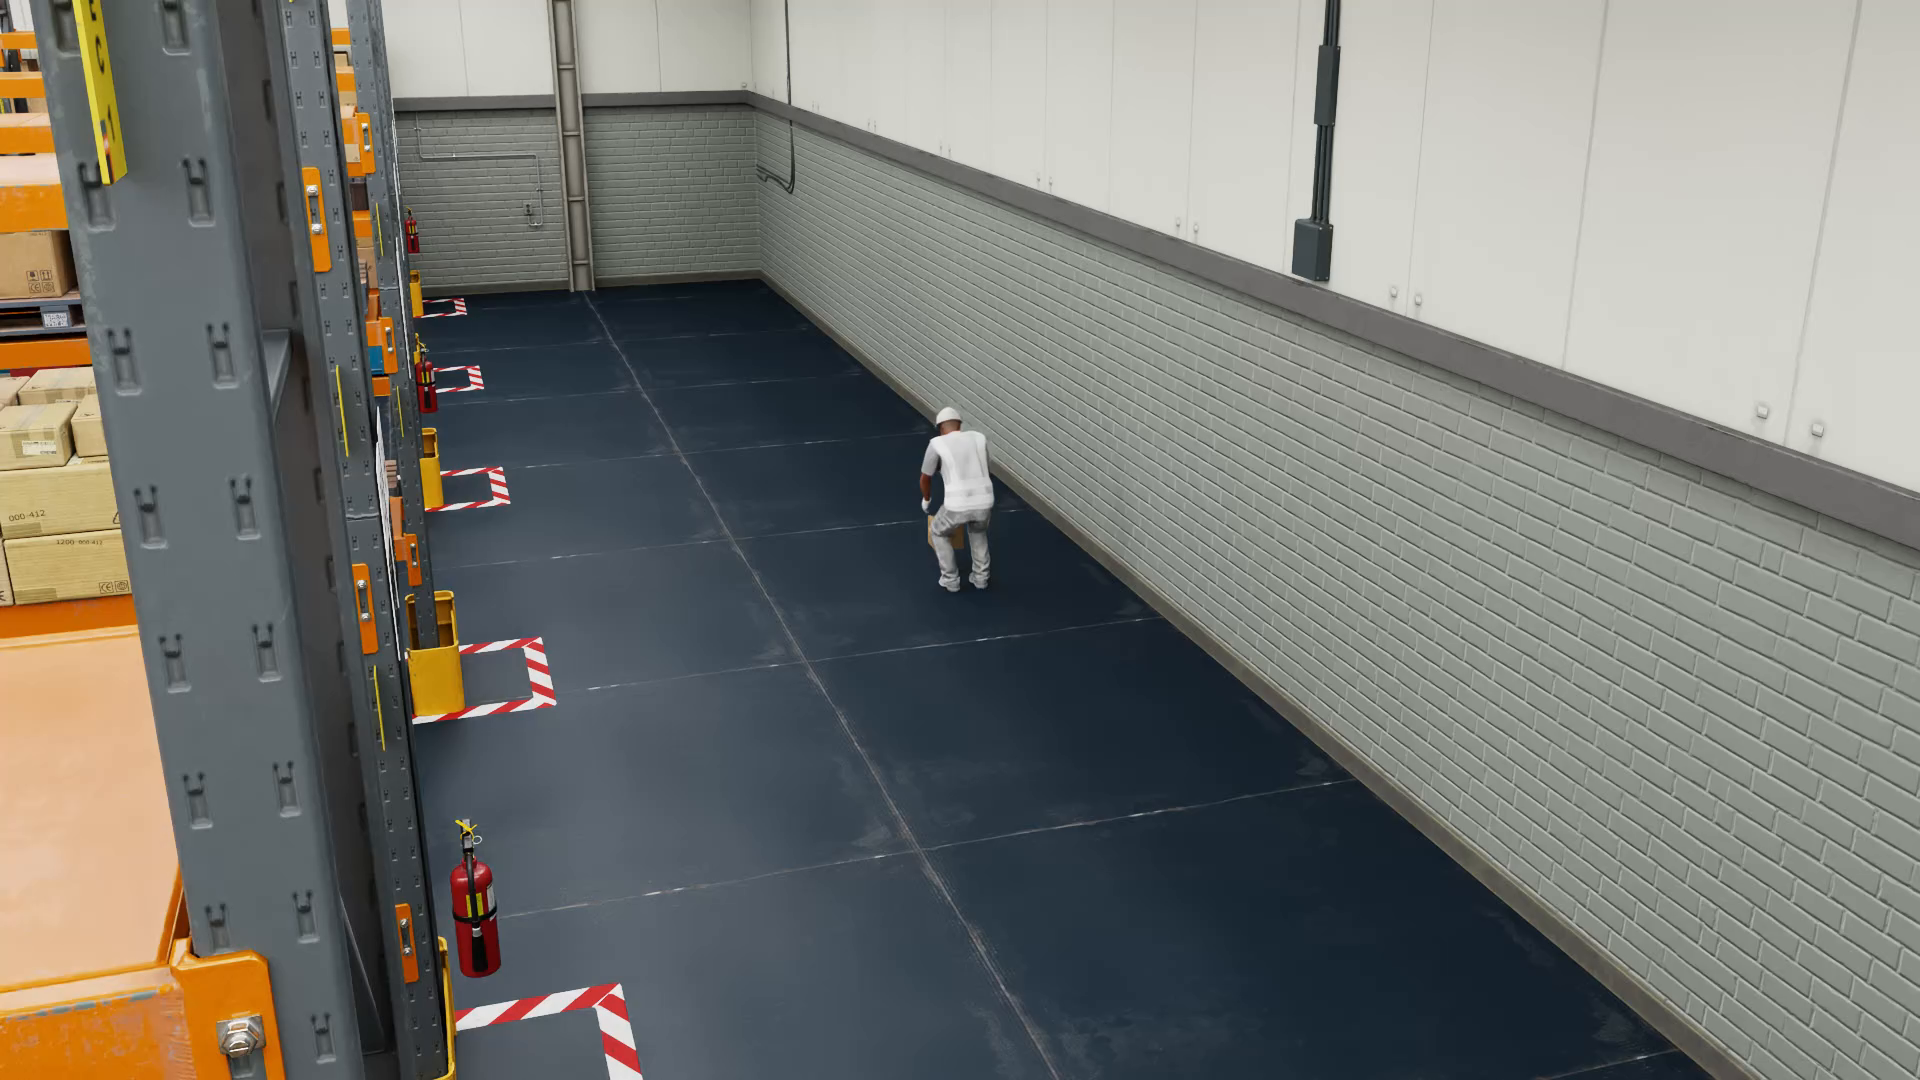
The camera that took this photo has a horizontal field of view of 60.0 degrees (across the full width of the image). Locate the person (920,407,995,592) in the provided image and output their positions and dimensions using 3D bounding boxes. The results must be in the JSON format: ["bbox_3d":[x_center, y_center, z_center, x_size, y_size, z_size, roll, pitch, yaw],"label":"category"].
[{"bbox_3d":[-0.021,-0.330,13.994,0.610,1.498,0.717,-6,20,-17],"label":"person"}]
